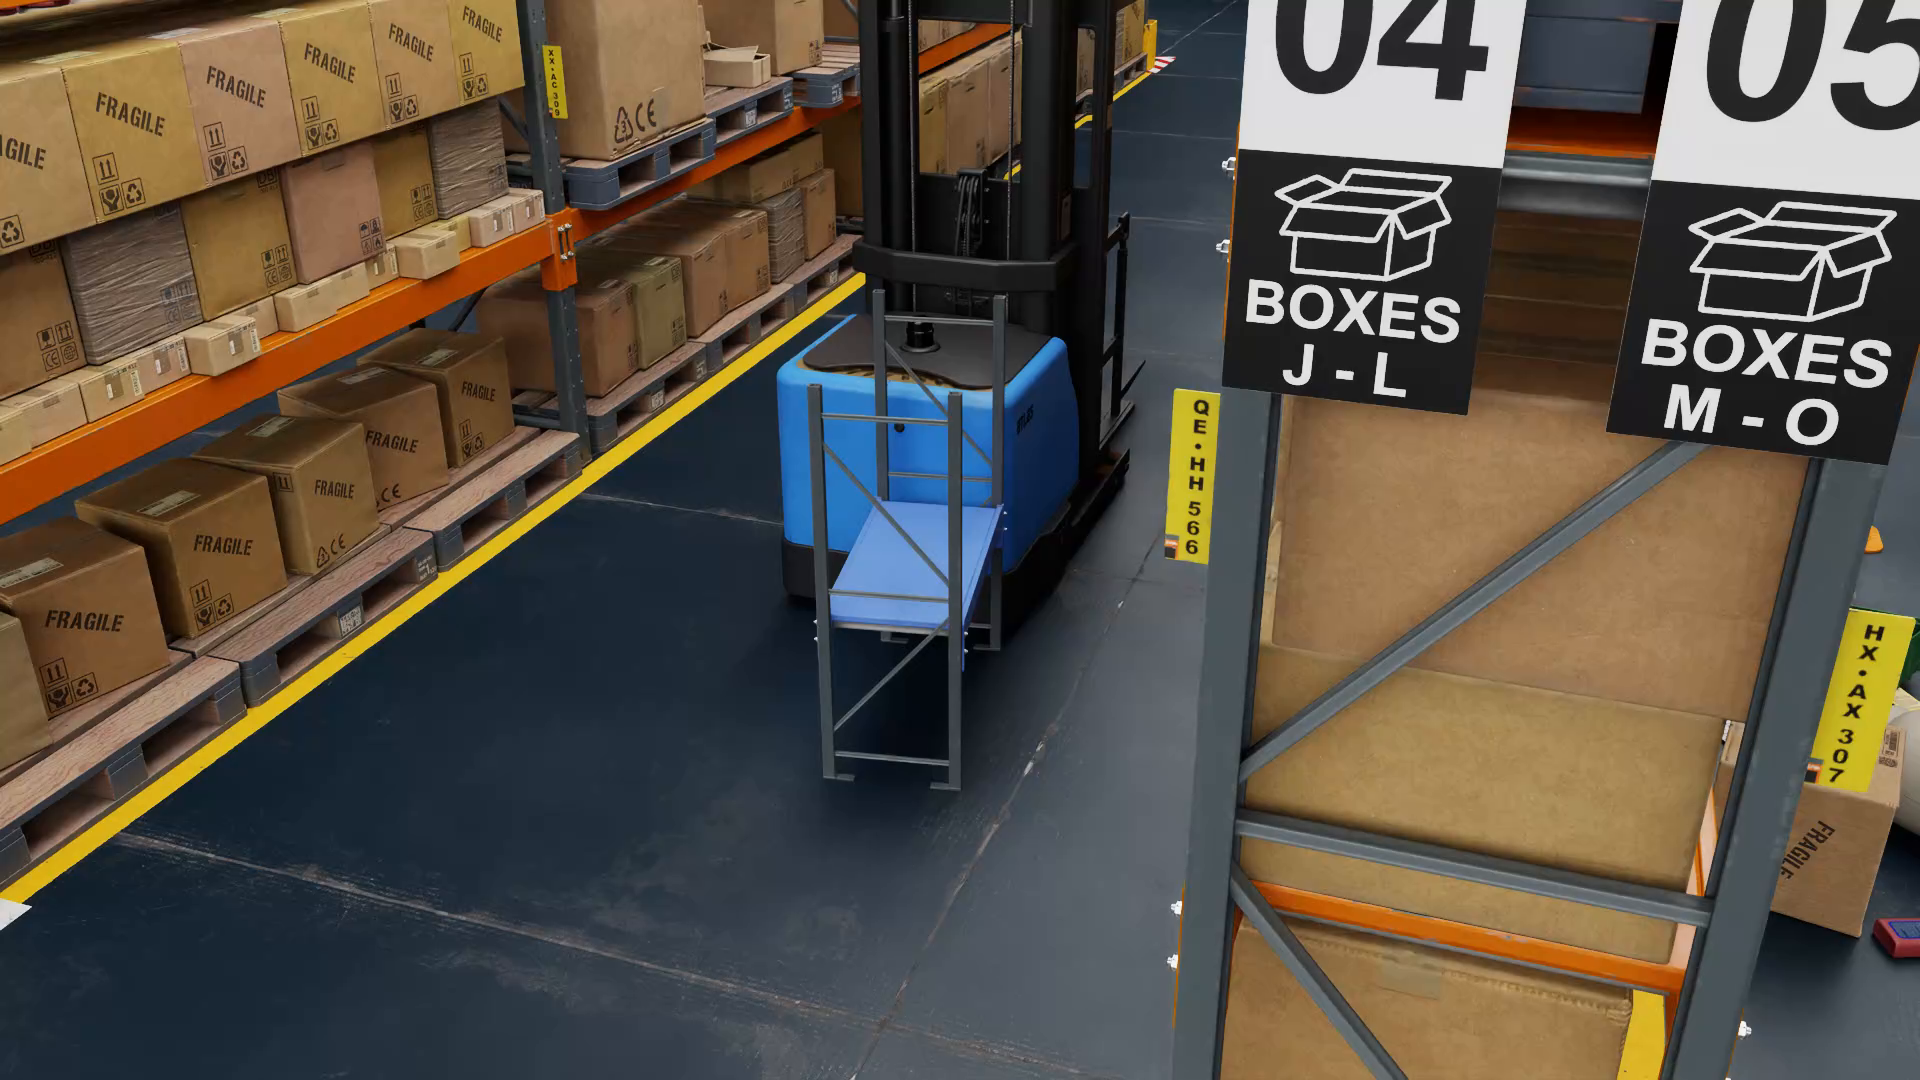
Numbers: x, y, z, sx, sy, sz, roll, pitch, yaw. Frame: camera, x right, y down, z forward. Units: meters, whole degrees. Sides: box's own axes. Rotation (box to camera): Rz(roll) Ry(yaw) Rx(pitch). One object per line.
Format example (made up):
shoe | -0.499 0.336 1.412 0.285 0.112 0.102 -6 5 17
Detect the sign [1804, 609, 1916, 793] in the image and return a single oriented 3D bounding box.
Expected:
sign | 1.446 0.262 2.683 0.100 0.325 0.005 9 27 17

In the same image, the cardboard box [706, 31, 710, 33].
cardboard box | -1.831 -2.910 10.009 0.500 0.250 0.500 8 27 16

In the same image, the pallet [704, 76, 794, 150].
pallet | -1.677 -2.538 9.771 1.003 0.211 1.213 9 27 17

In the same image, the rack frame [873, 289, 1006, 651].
rack frame | -0.079 -0.244 6.532 0.500 1.500 0.032 4 26 8

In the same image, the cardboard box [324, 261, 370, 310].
cardboard box | -2.645 -1.050 6.764 0.380 0.149 0.250 9 27 17

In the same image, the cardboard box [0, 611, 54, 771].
cardboard box | -3.495 0.525 5.609 0.500 0.500 0.500 14 29 27

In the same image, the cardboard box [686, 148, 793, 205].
cardboard box | -1.418 -2.355 10.676 0.500 0.250 0.500 12 28 23

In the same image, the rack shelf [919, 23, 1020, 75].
rack shelf | -0.391 -3.942 13.275 1.077 0.370 4.000 9 27 17

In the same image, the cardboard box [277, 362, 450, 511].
cardboard box | -2.742 -0.469 7.663 0.500 0.500 0.500 19 32 34

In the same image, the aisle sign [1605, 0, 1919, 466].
aisle sign | 1.184 -0.493 2.343 0.394 0.787 0.004 9 27 17

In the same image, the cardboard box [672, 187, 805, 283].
cardboard box | -1.433 -2.009 10.821 0.700 0.500 0.500 6 27 13

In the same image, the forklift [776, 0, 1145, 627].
forklift | 0.213 -1.578 7.645 1.130 2.935 3.031 9 27 18

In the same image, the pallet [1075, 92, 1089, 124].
pallet | 0.601 -4.134 16.046 1.003 0.211 1.213 9 27 17

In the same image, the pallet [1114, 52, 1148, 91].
pallet | 1.413 -5.137 18.117 1.003 0.211 1.213 9 27 17

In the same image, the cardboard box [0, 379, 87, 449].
cardboard box | -3.137 -0.432 5.489 0.380 0.149 0.250 9 27 17

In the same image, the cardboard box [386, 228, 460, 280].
cardboard box | -2.392 -1.242 7.161 0.380 0.149 0.250 9 27 17

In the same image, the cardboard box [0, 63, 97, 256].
cardboard box | -3.106 -1.176 5.134 0.500 0.500 0.500 9 27 17

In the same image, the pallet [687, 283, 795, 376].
pallet | -1.726 -1.368 10.334 1.003 0.211 1.213 9 27 17

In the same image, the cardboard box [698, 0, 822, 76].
cardboard box | -1.290 -3.206 10.334 0.700 0.500 0.500 13 29 25

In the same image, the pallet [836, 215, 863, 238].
pallet | -0.723 -2.502 12.675 1.003 0.211 1.213 9 27 17

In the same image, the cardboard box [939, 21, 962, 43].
cardboard box | -0.302 -4.073 12.605 0.500 0.500 0.500 8 27 17

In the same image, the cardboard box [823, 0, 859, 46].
cardboard box | -0.638 -3.649 11.730 0.500 0.500 0.500 10 27 19

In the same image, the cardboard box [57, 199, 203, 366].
cardboard box | -3.250 -0.980 5.875 0.875 0.500 0.500 9 27 17

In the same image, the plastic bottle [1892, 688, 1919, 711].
plastic bottle | 3.587 0.615 6.409 0.133 0.061 0.283 -5 26 -9

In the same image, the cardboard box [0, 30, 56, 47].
cardboard box | -3.439 -1.459 5.717 0.500 0.500 0.500 9 27 17

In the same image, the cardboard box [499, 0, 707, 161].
cardboard box | -1.991 -2.566 8.436 1.000 1.000 1.000 9 27 18

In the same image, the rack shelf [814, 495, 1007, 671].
rack shelf | -0.160 0.137 6.159 0.538 0.185 1.000 4 26 8

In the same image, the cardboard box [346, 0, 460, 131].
cardboard box | -2.443 -1.999 6.833 0.500 0.500 0.500 9 27 17

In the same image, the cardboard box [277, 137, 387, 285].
cardboard box | -2.867 -1.383 6.708 0.875 0.500 0.500 9 27 17

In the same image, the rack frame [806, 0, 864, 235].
rack frame | -1.057 -3.444 11.421 1.000 3.000 0.127 9 27 17

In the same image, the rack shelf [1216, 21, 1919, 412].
rack shelf | 1.590 -1.244 4.260 1.077 0.370 4.000 9 27 17

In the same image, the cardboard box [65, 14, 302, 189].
cardboard box | -2.780 -1.588 5.985 0.500 0.500 0.500 9 27 17

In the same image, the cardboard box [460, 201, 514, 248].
cardboard box | -2.274 -1.455 7.601 0.380 0.149 0.250 9 27 17

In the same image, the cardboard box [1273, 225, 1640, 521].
cardboard box | 1.181 -0.335 3.590 0.875 0.550 0.550 9 27 17

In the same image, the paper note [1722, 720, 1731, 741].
paper note | 2.886 0.704 6.260 0.147 0.020 0.142 -9 27 -18

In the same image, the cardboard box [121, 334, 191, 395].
cardboard box | -2.989 -0.641 5.919 0.380 0.149 0.250 9 27 17

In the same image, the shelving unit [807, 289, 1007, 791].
shelving unit | -0.160 -0.025 6.080 0.538 1.500 1.048 4 26 8

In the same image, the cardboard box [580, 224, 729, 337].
cardboard box | -1.801 -1.546 9.864 0.700 0.500 0.500 6 27 13

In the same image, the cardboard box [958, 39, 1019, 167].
cardboard box | -0.216 -3.687 13.880 1.225 0.875 0.875 8 27 16

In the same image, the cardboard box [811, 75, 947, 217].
cardboard box | -0.807 -2.957 12.372 1.225 0.875 0.875 7 27 15

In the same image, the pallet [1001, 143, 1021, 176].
pallet | 0.089 -3.505 14.746 1.003 0.211 1.213 9 27 17

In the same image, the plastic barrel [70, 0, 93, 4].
plastic barrel | -6.008 -3.586 11.586 0.421 0.512 0.421 0 26 0

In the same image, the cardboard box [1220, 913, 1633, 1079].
cardboard box | 1.088 1.083 4.027 0.875 0.875 0.875 9 27 18

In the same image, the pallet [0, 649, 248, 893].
pallet | -3.390 0.739 5.982 1.003 0.211 1.213 9 27 17

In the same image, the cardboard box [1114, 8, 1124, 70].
cardboard box | 1.165 -5.316 17.243 0.875 0.875 0.875 9 27 17

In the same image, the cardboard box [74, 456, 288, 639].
cardboard box | -3.102 0.020 6.653 0.500 0.500 0.500 11 28 22

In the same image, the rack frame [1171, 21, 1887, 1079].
rack frame | 0.925 0.604 3.060 1.000 3.000 0.127 9 27 17

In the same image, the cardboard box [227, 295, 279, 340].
cardboard box | -2.850 -0.850 6.352 0.380 0.149 0.250 9 27 17

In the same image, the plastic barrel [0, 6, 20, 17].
plastic barrel | -6.289 -3.243 10.849 0.433 0.535 0.433 0 26 0

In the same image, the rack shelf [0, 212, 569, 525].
rack shelf | -3.053 -0.655 6.485 1.077 0.370 4.000 9 27 17

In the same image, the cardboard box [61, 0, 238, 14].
cardboard box | -3.109 -1.870 6.567 0.500 0.500 0.500 9 27 17

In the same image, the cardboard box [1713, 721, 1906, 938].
cardboard box | 2.707 0.871 5.374 0.500 0.500 0.500 14 29 26

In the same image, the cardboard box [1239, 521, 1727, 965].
cardboard box | 1.006 0.378 3.356 0.875 0.550 0.550 9 27 17

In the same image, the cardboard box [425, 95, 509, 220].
cardboard box | -2.596 -1.803 7.576 0.875 0.500 0.500 9 27 17

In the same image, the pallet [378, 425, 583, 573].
pallet | -2.578 -0.264 8.053 1.003 0.211 1.213 9 27 17

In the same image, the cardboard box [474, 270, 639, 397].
cardboard box | -2.163 -1.122 8.990 0.700 0.500 0.500 7 27 13

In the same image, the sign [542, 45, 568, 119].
sign | -1.874 -2.114 7.682 0.100 0.325 0.005 9 27 17
